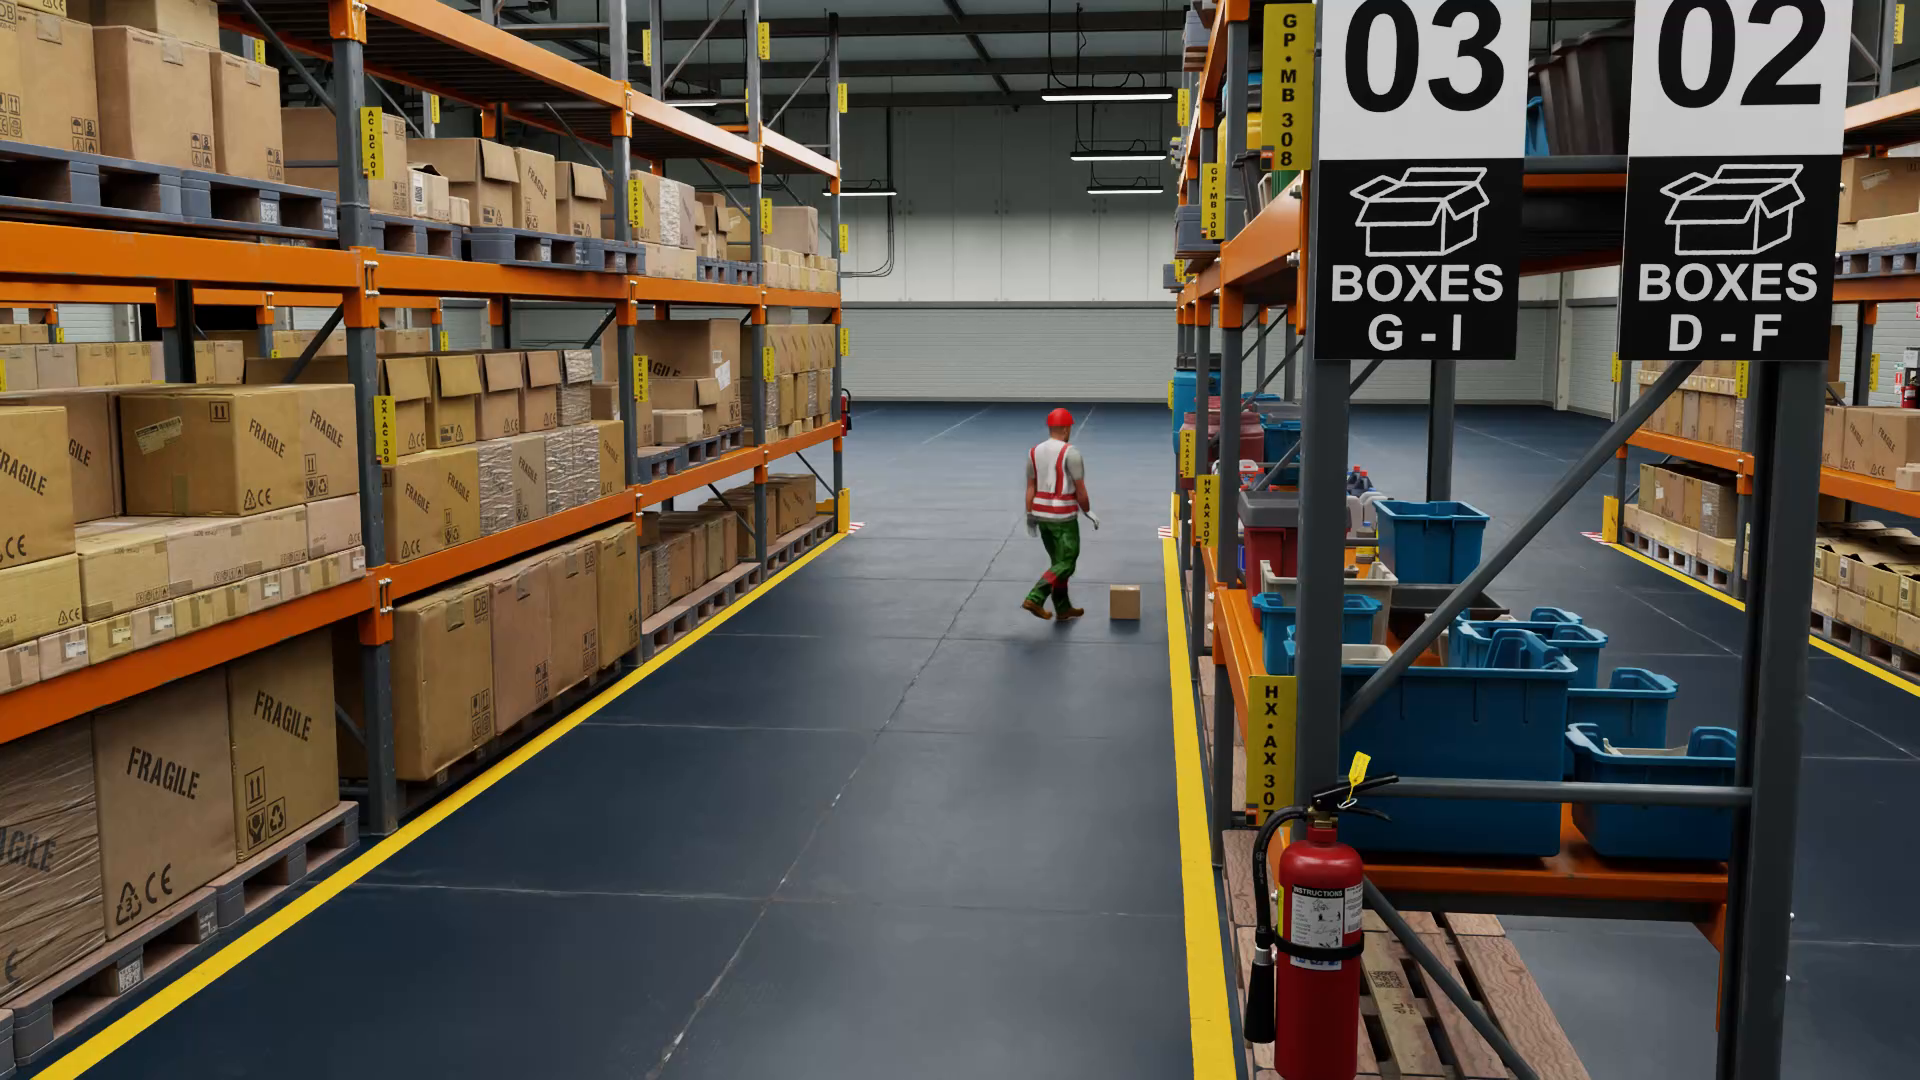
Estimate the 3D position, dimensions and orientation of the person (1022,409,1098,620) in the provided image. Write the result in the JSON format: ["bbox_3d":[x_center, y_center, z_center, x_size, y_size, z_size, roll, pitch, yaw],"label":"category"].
[{"bbox_3d":[0.778,-0.186,13.589,0.912,1.764,0.547,-7,10,-43],"label":"person"}]
